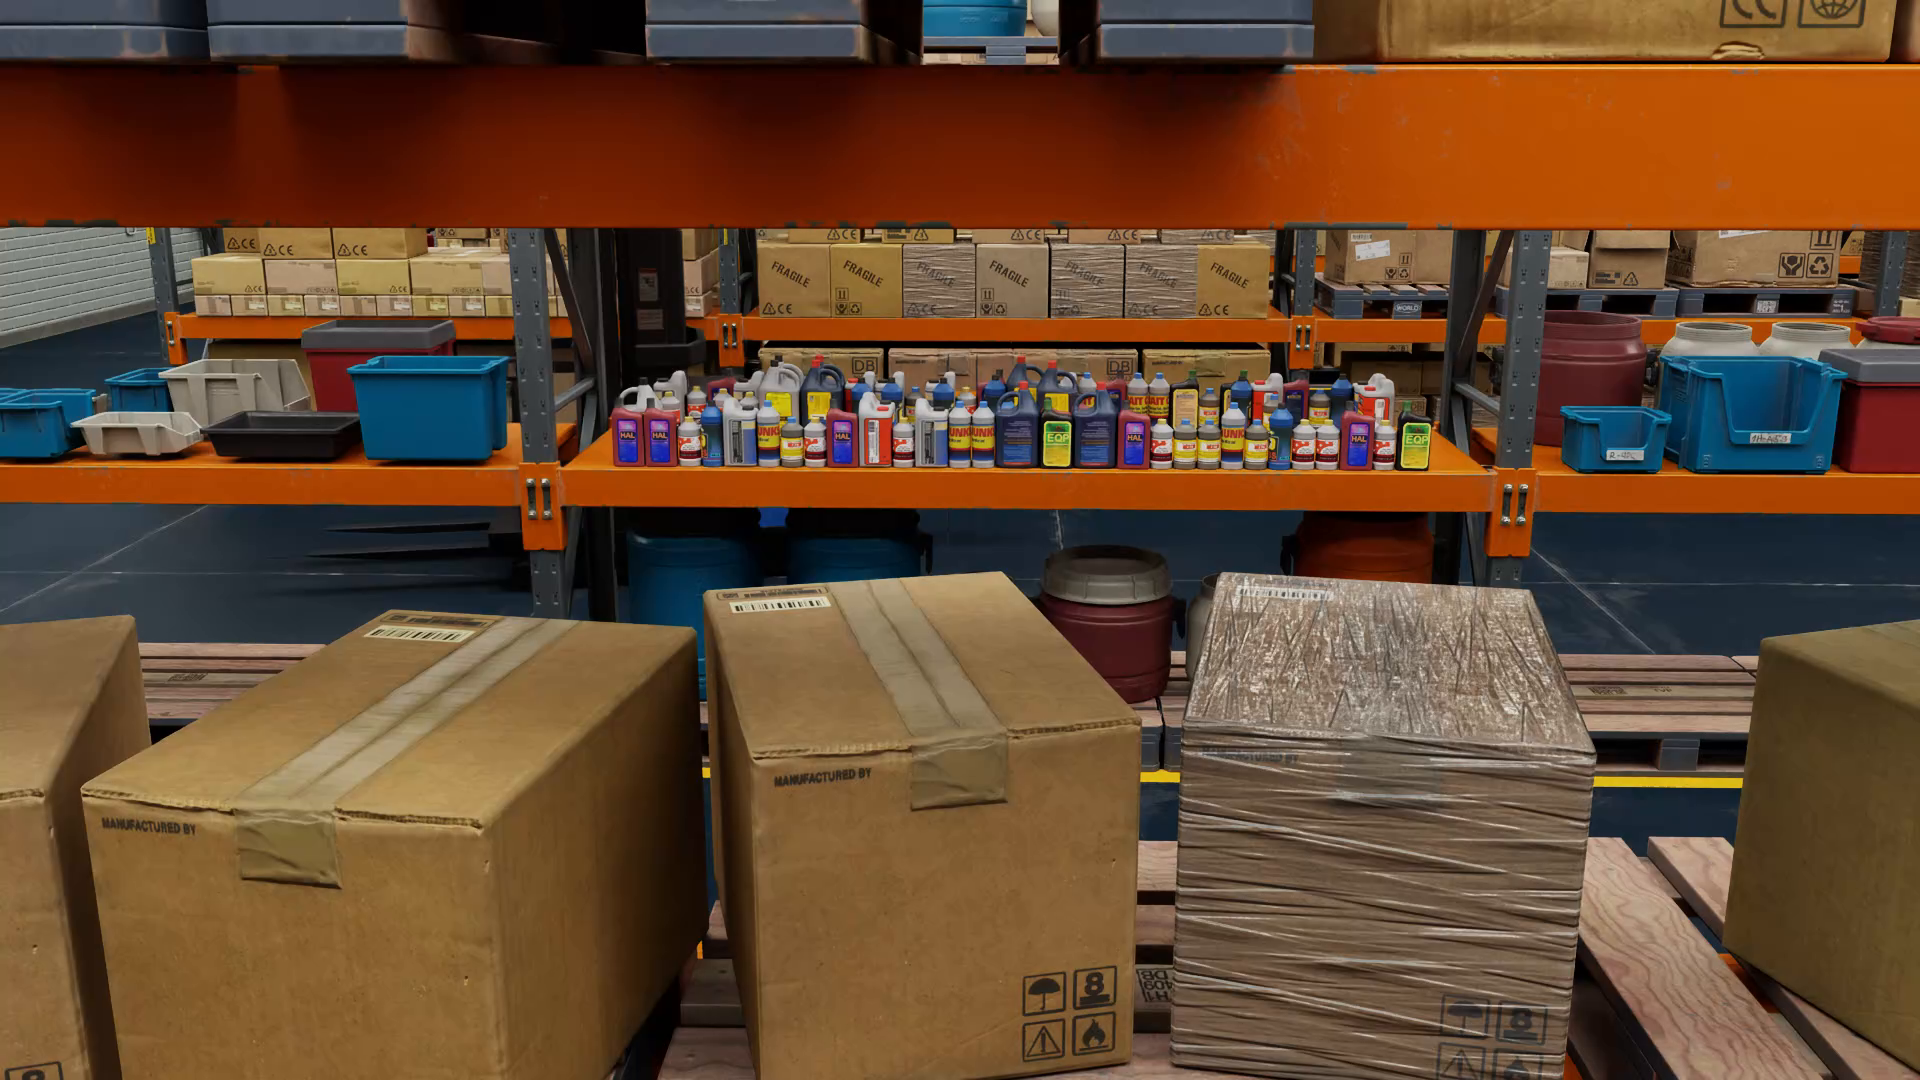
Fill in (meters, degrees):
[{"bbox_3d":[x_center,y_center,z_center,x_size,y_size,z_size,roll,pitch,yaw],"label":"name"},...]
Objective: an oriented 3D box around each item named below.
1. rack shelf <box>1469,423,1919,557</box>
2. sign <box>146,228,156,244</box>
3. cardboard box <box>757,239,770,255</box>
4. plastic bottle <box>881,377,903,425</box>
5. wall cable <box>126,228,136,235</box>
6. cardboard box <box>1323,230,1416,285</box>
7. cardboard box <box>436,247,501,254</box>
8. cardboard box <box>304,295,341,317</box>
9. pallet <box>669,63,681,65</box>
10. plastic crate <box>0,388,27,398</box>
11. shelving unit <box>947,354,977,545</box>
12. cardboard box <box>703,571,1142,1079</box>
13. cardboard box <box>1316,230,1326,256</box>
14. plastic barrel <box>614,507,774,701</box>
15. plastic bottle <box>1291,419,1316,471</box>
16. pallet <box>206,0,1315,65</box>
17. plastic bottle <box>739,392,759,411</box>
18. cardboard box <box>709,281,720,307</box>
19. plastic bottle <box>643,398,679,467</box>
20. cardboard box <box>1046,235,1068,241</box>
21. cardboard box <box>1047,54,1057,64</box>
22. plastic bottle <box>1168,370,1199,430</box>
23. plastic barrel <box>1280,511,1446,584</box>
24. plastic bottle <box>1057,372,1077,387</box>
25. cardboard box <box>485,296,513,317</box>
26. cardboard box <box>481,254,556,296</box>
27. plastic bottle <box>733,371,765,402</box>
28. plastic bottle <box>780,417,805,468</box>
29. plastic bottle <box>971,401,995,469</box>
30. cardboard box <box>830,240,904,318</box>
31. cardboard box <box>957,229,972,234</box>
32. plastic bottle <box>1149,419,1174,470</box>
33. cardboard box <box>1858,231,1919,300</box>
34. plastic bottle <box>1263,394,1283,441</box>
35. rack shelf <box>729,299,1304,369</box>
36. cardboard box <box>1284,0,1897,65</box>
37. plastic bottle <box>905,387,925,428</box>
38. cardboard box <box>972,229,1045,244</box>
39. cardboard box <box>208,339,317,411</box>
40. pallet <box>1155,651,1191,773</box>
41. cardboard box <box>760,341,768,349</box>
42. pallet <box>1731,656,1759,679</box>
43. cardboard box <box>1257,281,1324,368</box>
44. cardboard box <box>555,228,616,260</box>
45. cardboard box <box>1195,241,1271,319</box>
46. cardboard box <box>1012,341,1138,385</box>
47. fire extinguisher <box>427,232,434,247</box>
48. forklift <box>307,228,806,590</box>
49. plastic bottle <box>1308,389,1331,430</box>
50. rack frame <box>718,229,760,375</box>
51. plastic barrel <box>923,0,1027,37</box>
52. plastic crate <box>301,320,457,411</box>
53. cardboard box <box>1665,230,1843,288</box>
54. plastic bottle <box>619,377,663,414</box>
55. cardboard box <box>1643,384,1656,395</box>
[{"bbox_3d":[4.271,-0.227,7.232,4.000,0.370,1.077,0,15,1],"label":"rack shelf"},{"bbox_3d":[-5.619,-2.219,11.518,0.005,0.325,0.100,0,15,1],"label":"sign"},{"bbox_3d":[-1.924,-2.936,16.582,0.250,0.149,0.380,0,15,0],"label":"cardboard box"},{"bbox_3d":[-0.305,-0.594,7.462,0.097,0.271,0.097,0,15,0],"label":"plastic bottle"},{"bbox_3d":[-10.983,-4.968,21.737,0.123,1.953,0.585,0,15,1],"label":"wall cable"},{"bbox_3d":[2.939,-2.109,11.936,0.500,0.500,0.500,-1,15,-5],"label":"cardboard box"},{"bbox_3d":[-3.571,-2.030,12.366,0.500,0.250,0.500,0,15,2],"label":"cardboard box"},{"bbox_3d":[-4.479,-1.691,11.863,0.250,0.149,0.380,0,15,1],"label":"cardboard box"},{"bbox_3d":[-0.941,-1.993,7.005,1.003,0.211,1.213,0,15,1],"label":"pallet"},{"bbox_3d":[-4.171,-0.494,7.044,0.300,0.233,0.416,0,15,1],"label":"plastic crate"},{"bbox_3d":[0.014,-0.580,10.687,0.189,1.200,0.258,0,15,1],"label":"shelving unit"},{"bbox_3d":[-0.089,0.393,2.450,0.500,0.500,0.700,-3,15,-13],"label":"cardboard box"},{"bbox_3d":[3.576,-3.090,16.475,0.500,0.500,0.500,0,15,1],"label":"cardboard box"},{"bbox_3d":[-1.183,0.205,7.473,0.708,0.901,0.600,0,15,1],"label":"plastic barrel"},{"bbox_3d":[1.414,-0.394,6.841,0.097,0.201,0.097,0,15,0],"label":"plastic bottle"},{"bbox_3d":[-0.170,-0.683,2.035,1.003,0.211,1.213,0,15,1],"label":"pallet"},{"bbox_3d":[-0.944,-0.564,7.487,0.097,0.201,0.097,0,15,0],"label":"plastic bottle"},{"bbox_3d":[-1.887,-1.843,12.437,0.250,0.149,0.380,0,15,2],"label":"cardboard box"},{"bbox_3d":[-1.238,-0.446,6.879,0.133,0.283,0.061,0,15,1],"label":"plastic bottle"},{"bbox_3d":[0.892,-1.978,12.259,0.500,0.500,0.500,0,15,0],"label":"cardboard box"},{"bbox_3d":[1.049,-4.557,16.158,0.500,0.500,0.500,0,15,1],"label":"cardboard box"},{"bbox_3d":[1.022,-0.634,7.592,0.133,0.283,0.061,0,15,1],"label":"plastic bottle"},{"bbox_3d":[1.782,0.259,7.409,0.708,0.830,0.600,0,15,1],"label":"plastic barrel"},{"bbox_3d":[0.461,-0.623,7.563,0.135,0.276,0.152,0,15,1],"label":"plastic bottle"},{"bbox_3d":[-3.198,-1.683,11.830,0.250,0.149,0.380,0,15,1],"label":"cardboard box"},{"bbox_3d":[-3.076,-1.891,11.837,0.500,0.250,0.500,1,15,3],"label":"cardboard box"},{"bbox_3d":[-0.959,-0.632,7.598,0.135,0.276,0.152,0,15,1],"label":"plastic bottle"},{"bbox_3d":[-0.695,-0.407,6.893,0.097,0.201,0.097,0,15,0],"label":"plastic bottle"},{"bbox_3d":[0.096,-0.436,6.865,0.097,0.271,0.097,0,15,0],"label":"plastic bottle"},{"bbox_3d":[-0.644,-1.856,11.799,0.500,0.500,0.500,0,15,2],"label":"cardboard box"},{"bbox_3d":[0.042,-3.097,16.368,0.250,0.149,0.380,0,15,-1],"label":"cardboard box"},{"bbox_3d":[0.830,-0.397,6.856,0.097,0.201,0.097,0,15,0],"label":"plastic bottle"},{"bbox_3d":[6.845,-1.999,11.757,0.500,0.500,0.875,0,15,1],"label":"cardboard box"},{"bbox_3d":[1.401,-0.549,7.429,0.097,0.201,0.097,0,15,0],"label":"plastic bottle"},{"bbox_3d":[0.399,-1.517,12.118,4.000,0.370,1.077,0,15,1],"label":"rack shelf"},{"bbox_3d":[0.675,-0.825,2.010,0.500,0.500,0.910,0,15,1],"label":"cardboard box"},{"bbox_3d":[-0.204,-0.598,7.615,0.097,0.201,0.097,0,15,0],"label":"plastic bottle"},{"bbox_3d":[0.346,-2.401,11.899,0.637,0.503,0.797,1,15,3],"label":"cardboard box"},{"bbox_3d":[-4.957,-1.095,12.454,0.875,0.875,0.875,0,15,1],"label":"cardboard box"},{"bbox_3d":[1.483,0.766,7.525,1.213,0.211,1.003,0,15,1],"label":"pallet"},{"bbox_3d":[-1.966,-2.030,16.835,0.250,0.149,0.380,0,15,-1],"label":"cardboard box"},{"bbox_3d":[4.262,0.784,7.456,1.213,0.211,1.003,0,15,1],"label":"pallet"},{"bbox_3d":[3.233,-2.204,16.901,0.750,0.750,1.050,0,15,1],"label":"cardboard box"},{"bbox_3d":[-2.567,-2.250,11.731,0.500,0.500,0.500,1,15,2],"label":"cardboard box"},{"bbox_3d":[1.899,-1.840,11.737,0.500,0.500,0.500,1,15,3],"label":"cardboard box"},{"bbox_3d":[0.818,-1.045,12.261,0.875,0.875,1.225,0,15,2],"label":"cardboard box"},{"bbox_3d":[-5.611,-3.069,17.476,0.183,0.674,0.296,0,15,1],"label":"fire extinguisher"},{"bbox_3d":[-2.361,-1.270,9.907,3.031,2.935,1.130,-3,15,-11],"label":"forklift"},{"bbox_3d":[1.635,-0.586,7.570,0.097,0.201,0.097,0,15,0],"label":"plastic bottle"},{"bbox_3d":[-1.600,-1.877,12.076,0.127,3.000,1.000,0,15,1],"label":"rack frame"},{"bbox_3d":[-0.017,-2.538,6.894,0.708,0.901,0.600,0,15,1],"label":"plastic barrel"},{"bbox_3d":[-2.613,-0.744,7.537,0.583,0.464,0.402,0,15,1],"label":"plastic crate"},{"bbox_3d":[5.606,-2.359,11.903,1.000,1.000,1.000,0,15,2],"label":"cardboard box"},{"bbox_3d":[-1.343,-0.505,6.972,0.185,0.351,0.144,0,15,1],"label":"plastic bottle"},{"bbox_3d":[5.308,-0.847,12.207,0.500,0.500,0.700,0,15,1],"label":"cardboard box"}]
